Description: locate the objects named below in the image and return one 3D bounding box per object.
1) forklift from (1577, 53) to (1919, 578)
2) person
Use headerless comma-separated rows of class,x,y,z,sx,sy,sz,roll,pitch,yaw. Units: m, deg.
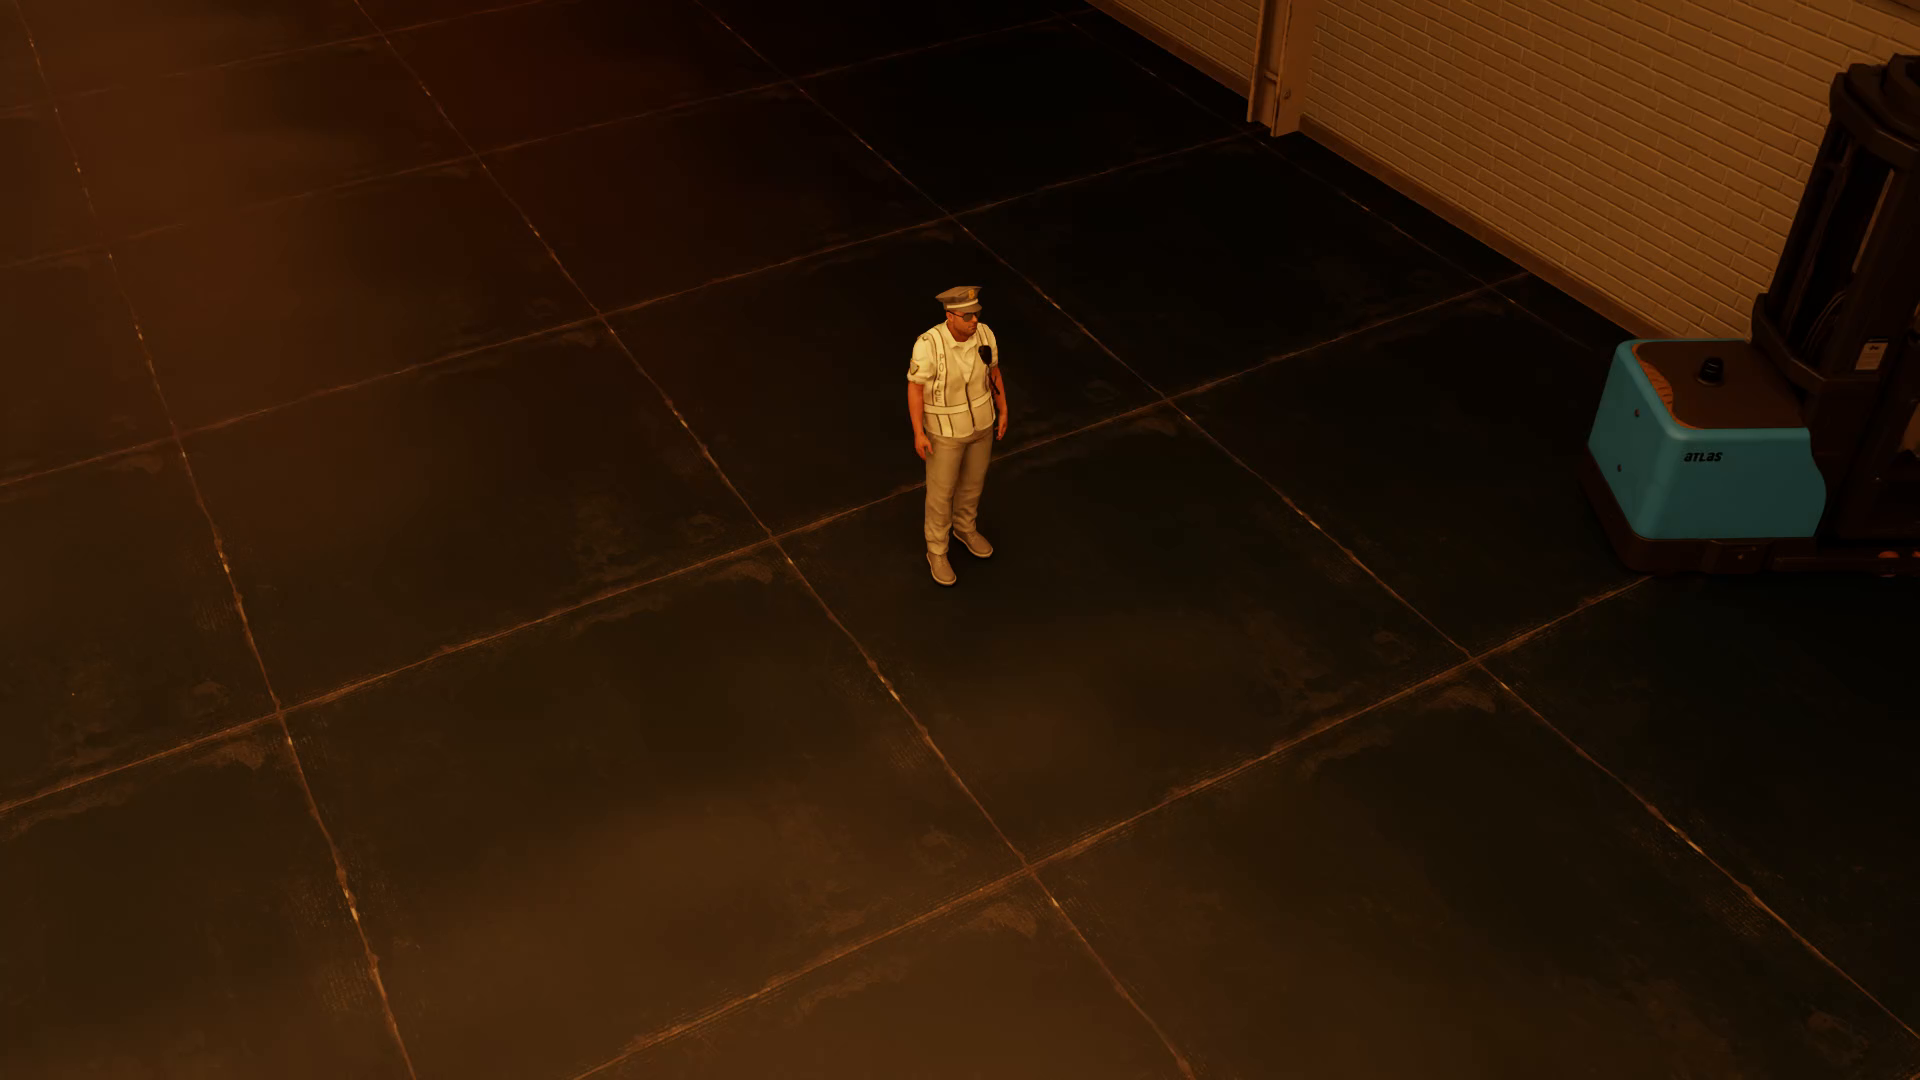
forklift,5.502,-1.240,9.532,3.031,2.935,1.130,-1,40,-1
person,0.029,-0.645,9.702,0.641,1.780,0.574,-20,44,-23
